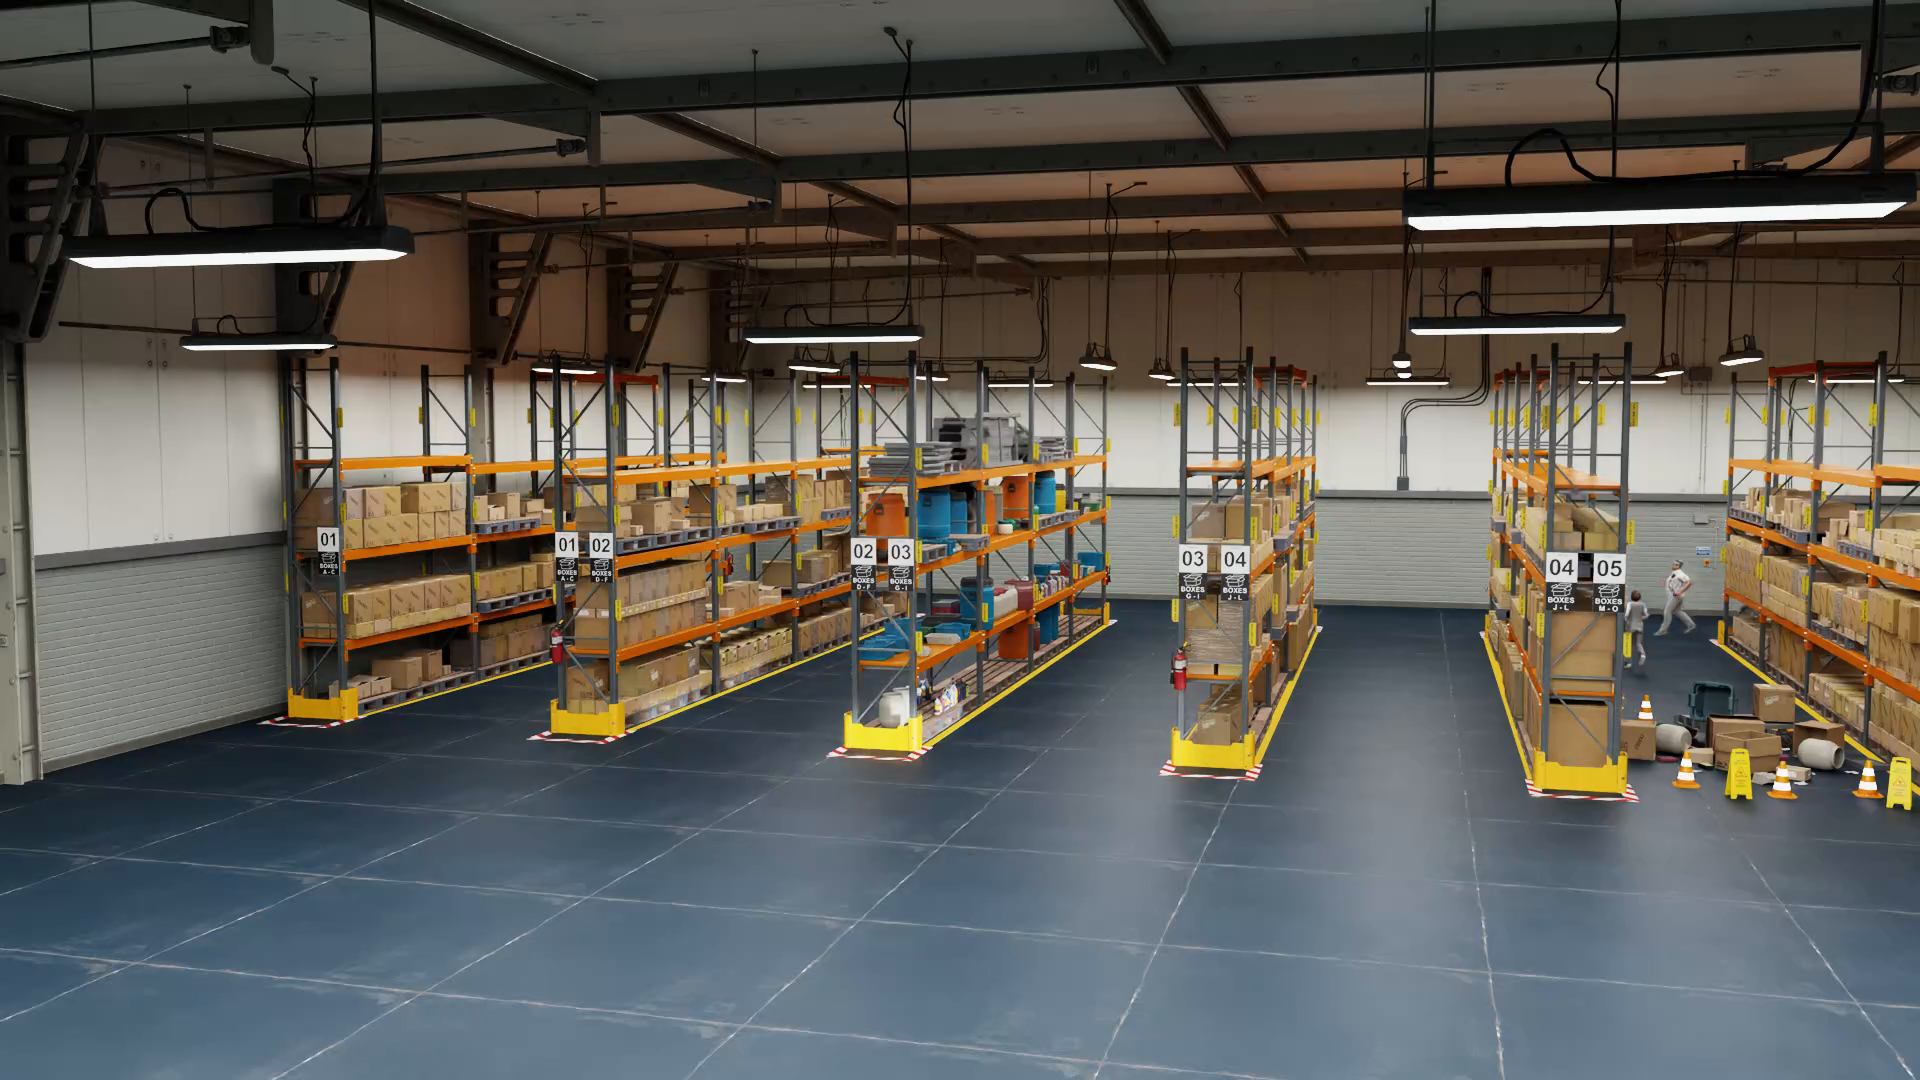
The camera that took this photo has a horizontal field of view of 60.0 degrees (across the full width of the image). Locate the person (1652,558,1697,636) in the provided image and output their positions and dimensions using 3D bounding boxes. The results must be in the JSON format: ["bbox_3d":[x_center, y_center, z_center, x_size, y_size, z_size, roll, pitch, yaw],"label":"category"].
[{"bbox_3d":[16.375,1.304,38.046,0.968,1.781,0.657,1,4,15],"label":"person"}]

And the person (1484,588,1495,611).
[{"bbox_3d":[12.699,1.331,39.100,0.803,1.648,0.579,-2,4,-20],"label":"person"}]

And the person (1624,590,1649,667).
[{"bbox_3d":[13.375,1.786,32.956,0.546,1.594,0.855,0,4,2],"label":"person"}]

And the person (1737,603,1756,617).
[{"bbox_3d":[17.932,1.387,37.784,0.769,1.687,0.600,4,6,44],"label":"person"}]
